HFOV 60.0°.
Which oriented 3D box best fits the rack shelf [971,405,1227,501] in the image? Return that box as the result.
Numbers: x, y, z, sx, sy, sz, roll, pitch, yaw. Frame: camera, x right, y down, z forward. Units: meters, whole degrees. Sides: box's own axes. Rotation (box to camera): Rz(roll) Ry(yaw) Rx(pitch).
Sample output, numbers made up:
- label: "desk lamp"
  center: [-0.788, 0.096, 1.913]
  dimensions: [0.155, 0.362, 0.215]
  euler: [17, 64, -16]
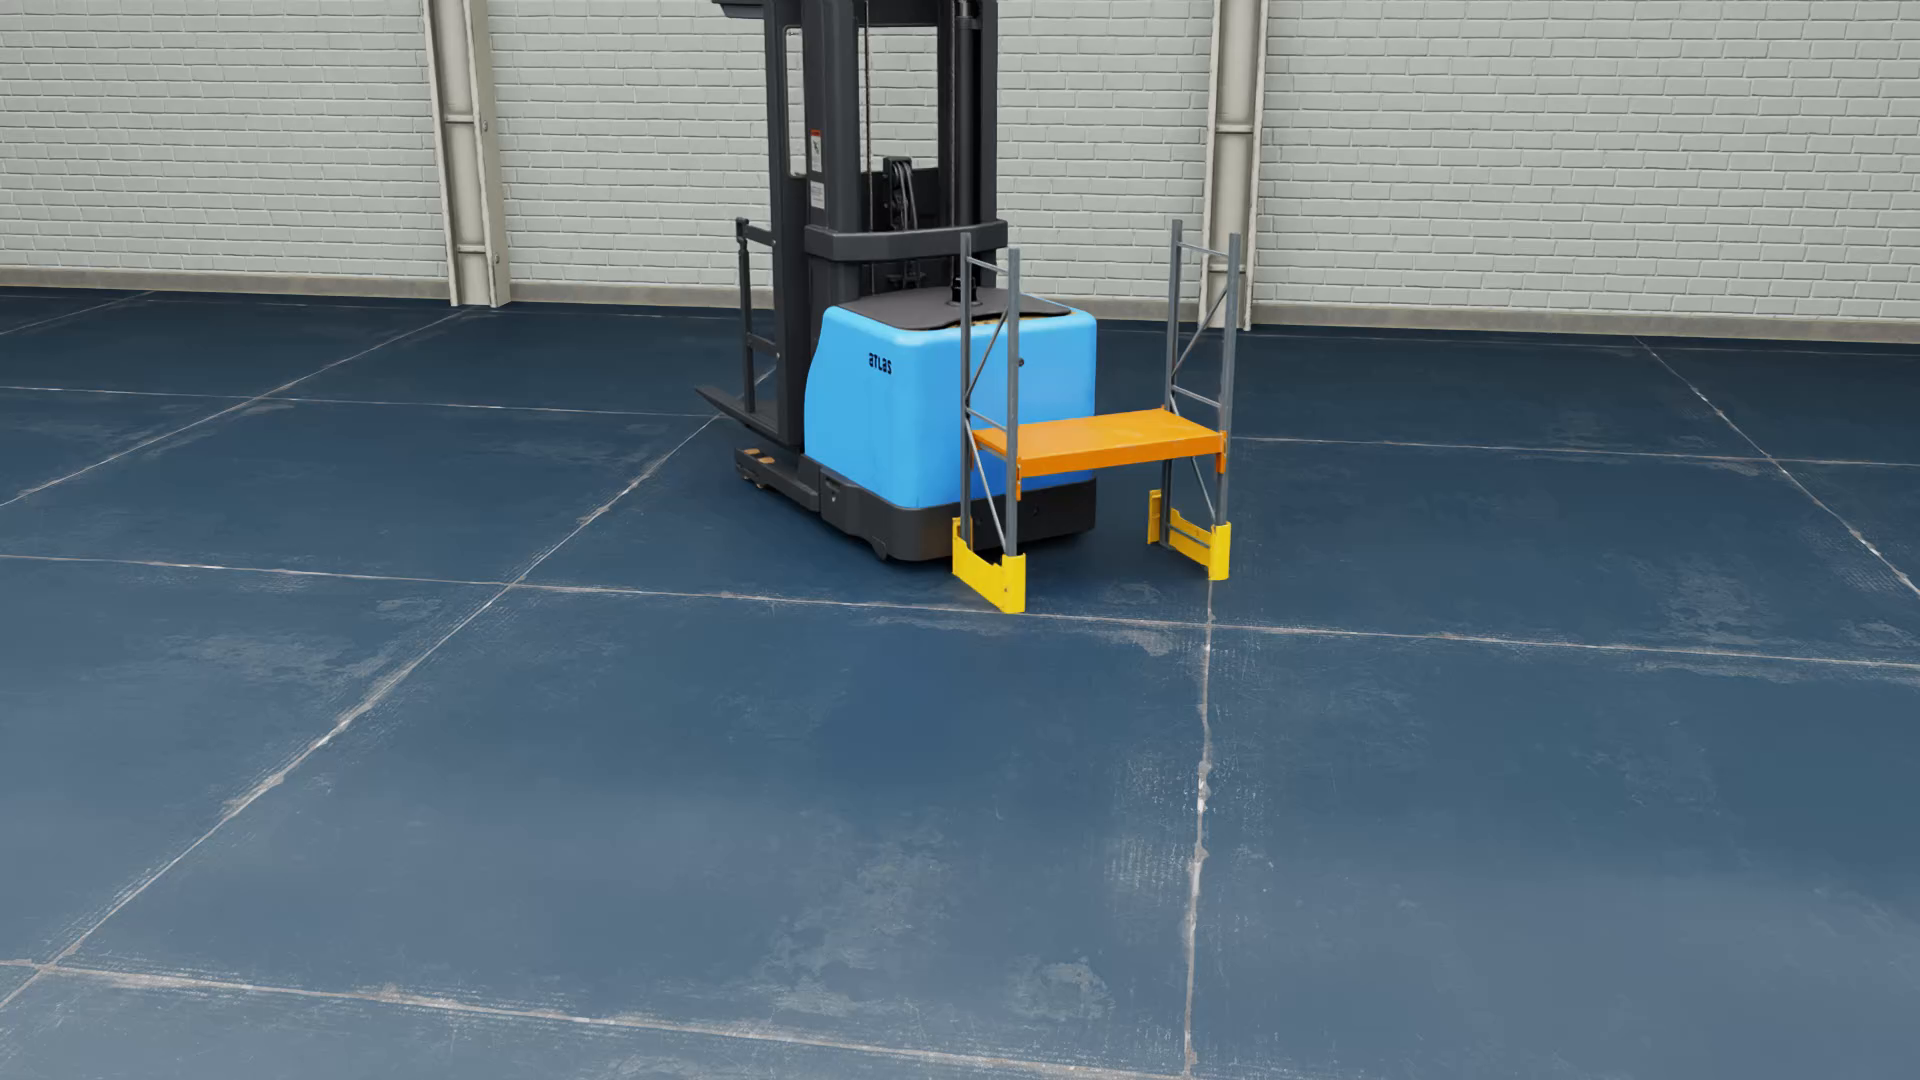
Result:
- label: "rack shelf"
  center: [0.580, -0.386, 7.159]
  dimensions: [1.000, 0.185, 0.538]
  euler: [-8, 20, -23]

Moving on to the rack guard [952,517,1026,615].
- label: "rack guard"
  center: [0.118, 0.103, 7.102]
  dimensions: [0.087, 0.250, 0.587]
  euler: [-8, 20, -23]

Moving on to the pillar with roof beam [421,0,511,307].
- label: "pillar with roof beam"
  center: [-4.590, -4.854, 8.129]
  dimensions: [0.400, 9.000, 9.100]
  euler: [3, 19, 9]

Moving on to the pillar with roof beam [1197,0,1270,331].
- label: "pillar with roof beam"
  center: [1.334, -4.552, 7.226]
  dimensions: [0.400, 9.000, 9.100]
  euler: [3, 19, 9]

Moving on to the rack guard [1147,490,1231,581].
- label: "rack guard"
  center: [1.026, -0.028, 7.491]
  dimensions: [0.087, 0.250, 0.587]
  euler: [-8, 20, -23]

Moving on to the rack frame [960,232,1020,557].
- label: "rack frame"
  center: [0.117, -0.490, 6.904]
  dimensions: [0.032, 1.500, 0.500]
  euler: [-8, 20, -23]

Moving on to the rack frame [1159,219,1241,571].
- label: "rack frame"
  center: [1.043, -0.623, 7.301]
  dimensions: [0.032, 1.500, 0.500]
  euler: [-8, 20, -23]

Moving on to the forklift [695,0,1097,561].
- label: "forklift"
  center: [-0.530, -1.716, 8.312]
  dimensions: [1.130, 2.935, 3.031]
  euler: [-10, 21, -28]

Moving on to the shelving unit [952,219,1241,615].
- label: "shelving unit"
  center: [0.572, -0.555, 7.099]
  dimensions: [1.083, 1.500, 0.587]
  euler: [-8, 20, -23]
